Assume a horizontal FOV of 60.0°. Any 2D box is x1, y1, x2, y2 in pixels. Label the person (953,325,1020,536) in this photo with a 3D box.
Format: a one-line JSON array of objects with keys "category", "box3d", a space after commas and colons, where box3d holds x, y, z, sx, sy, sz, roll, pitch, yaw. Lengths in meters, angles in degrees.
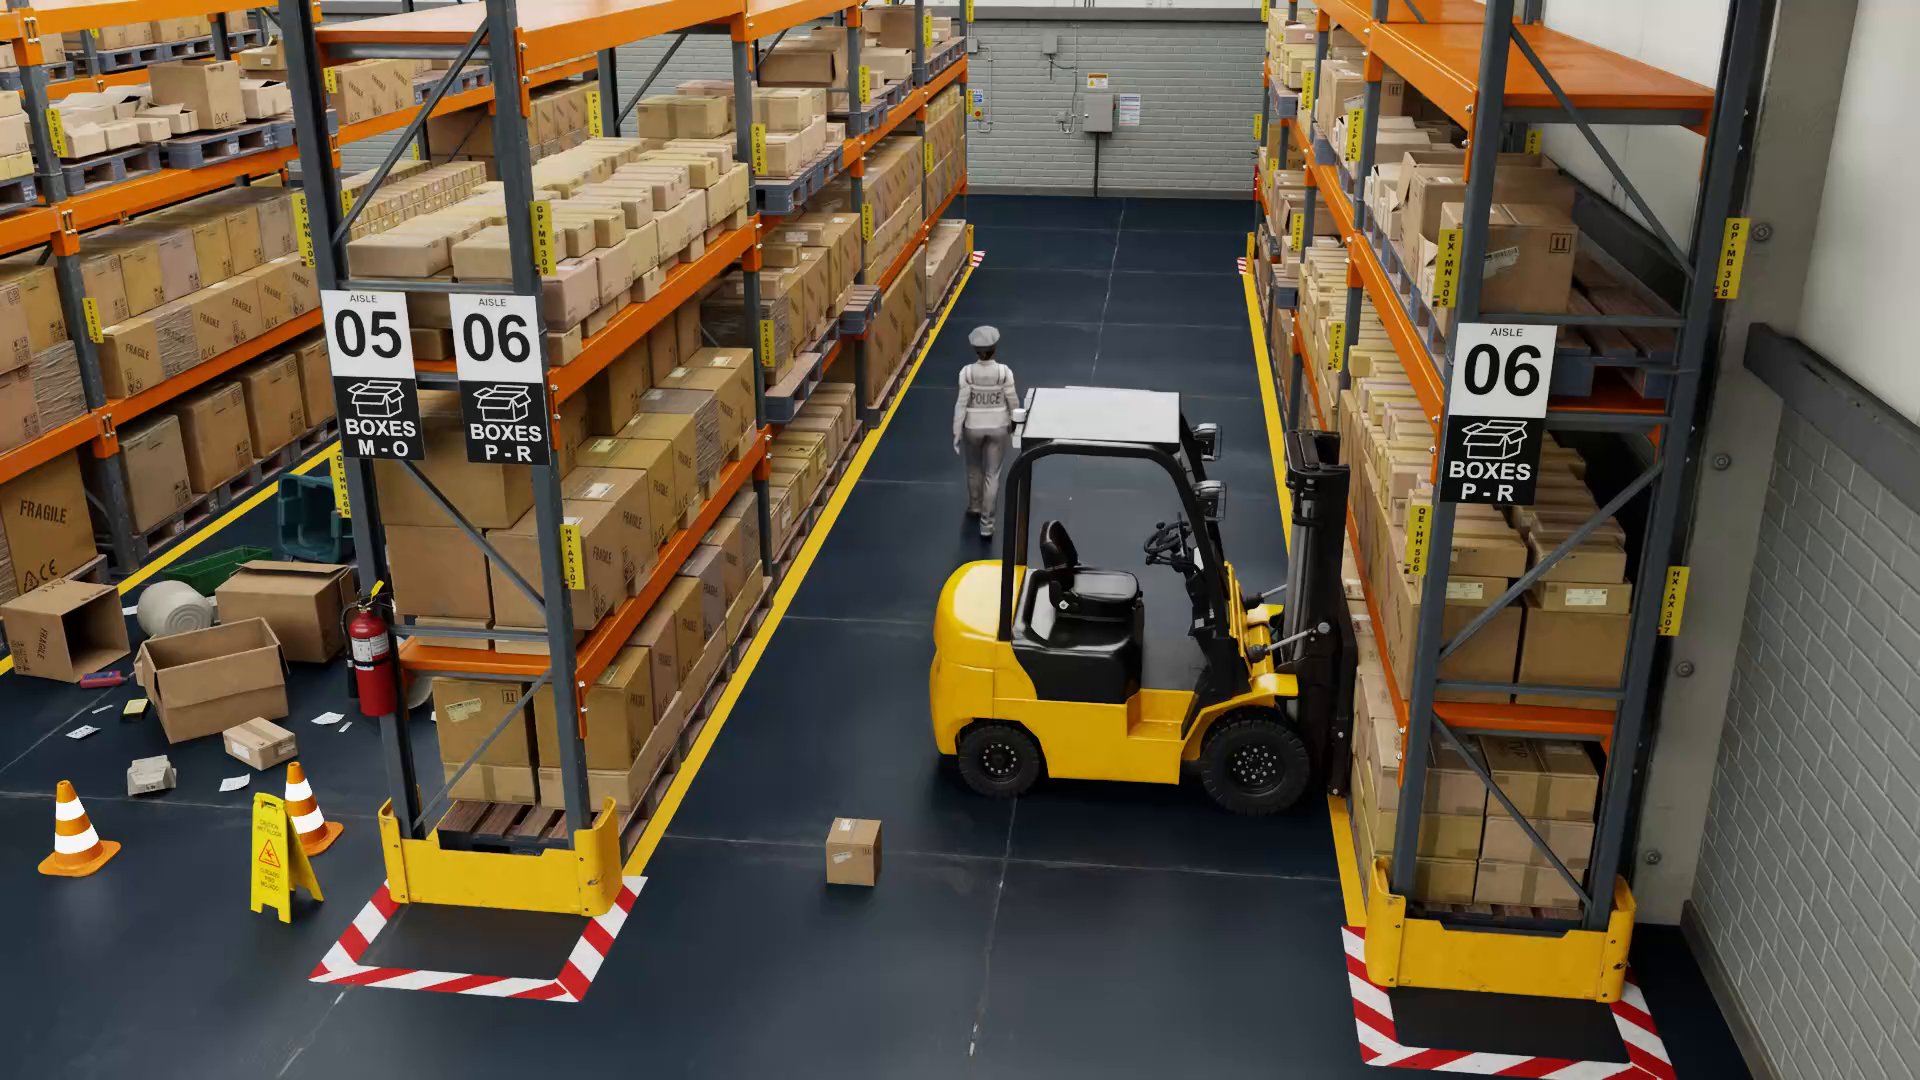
[{"category": "person", "box3d": [0.219, -0.904, 13.363, 0.525, 1.695, 0.810, 2, 21, 4]}]
